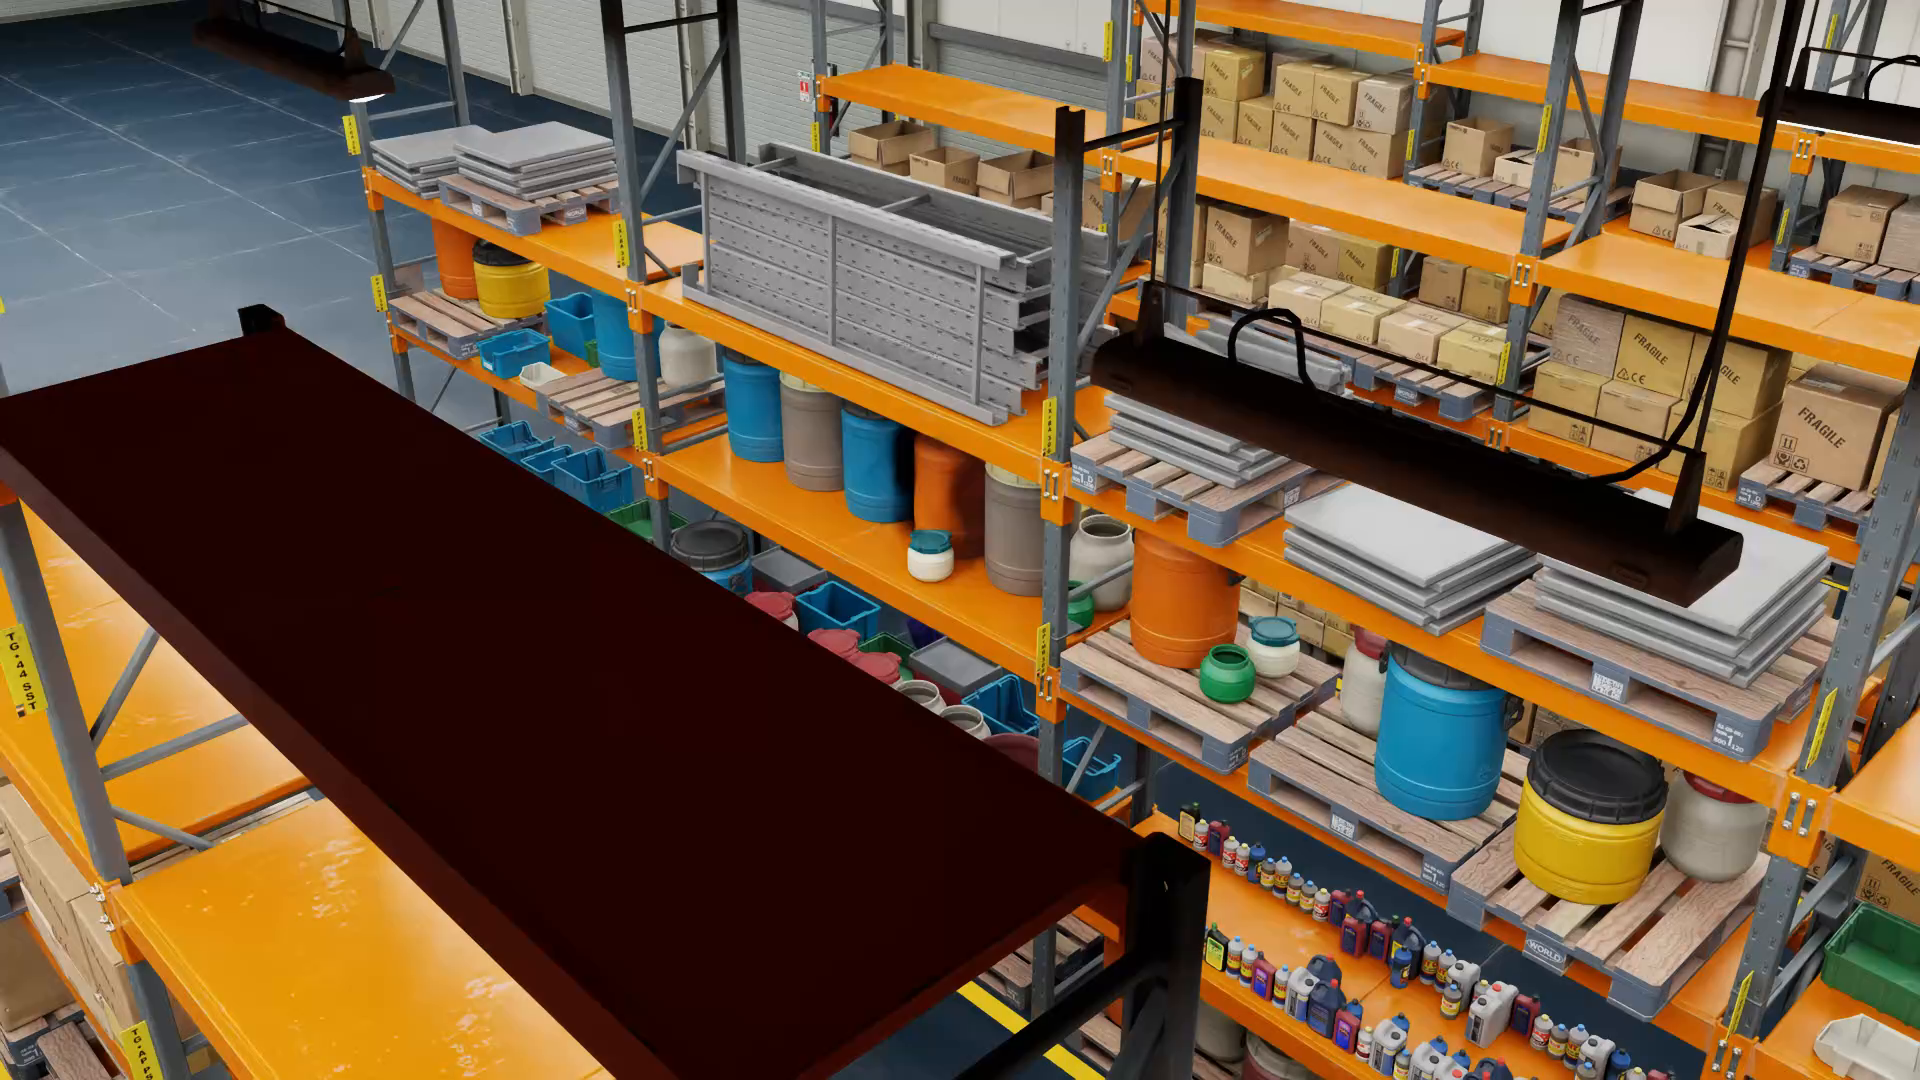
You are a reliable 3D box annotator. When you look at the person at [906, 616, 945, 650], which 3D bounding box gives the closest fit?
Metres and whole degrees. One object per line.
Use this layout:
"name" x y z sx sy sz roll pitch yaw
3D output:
"person" -0.261 1.011 13.209 0.378 1.666 0.466 -10 30 -18
